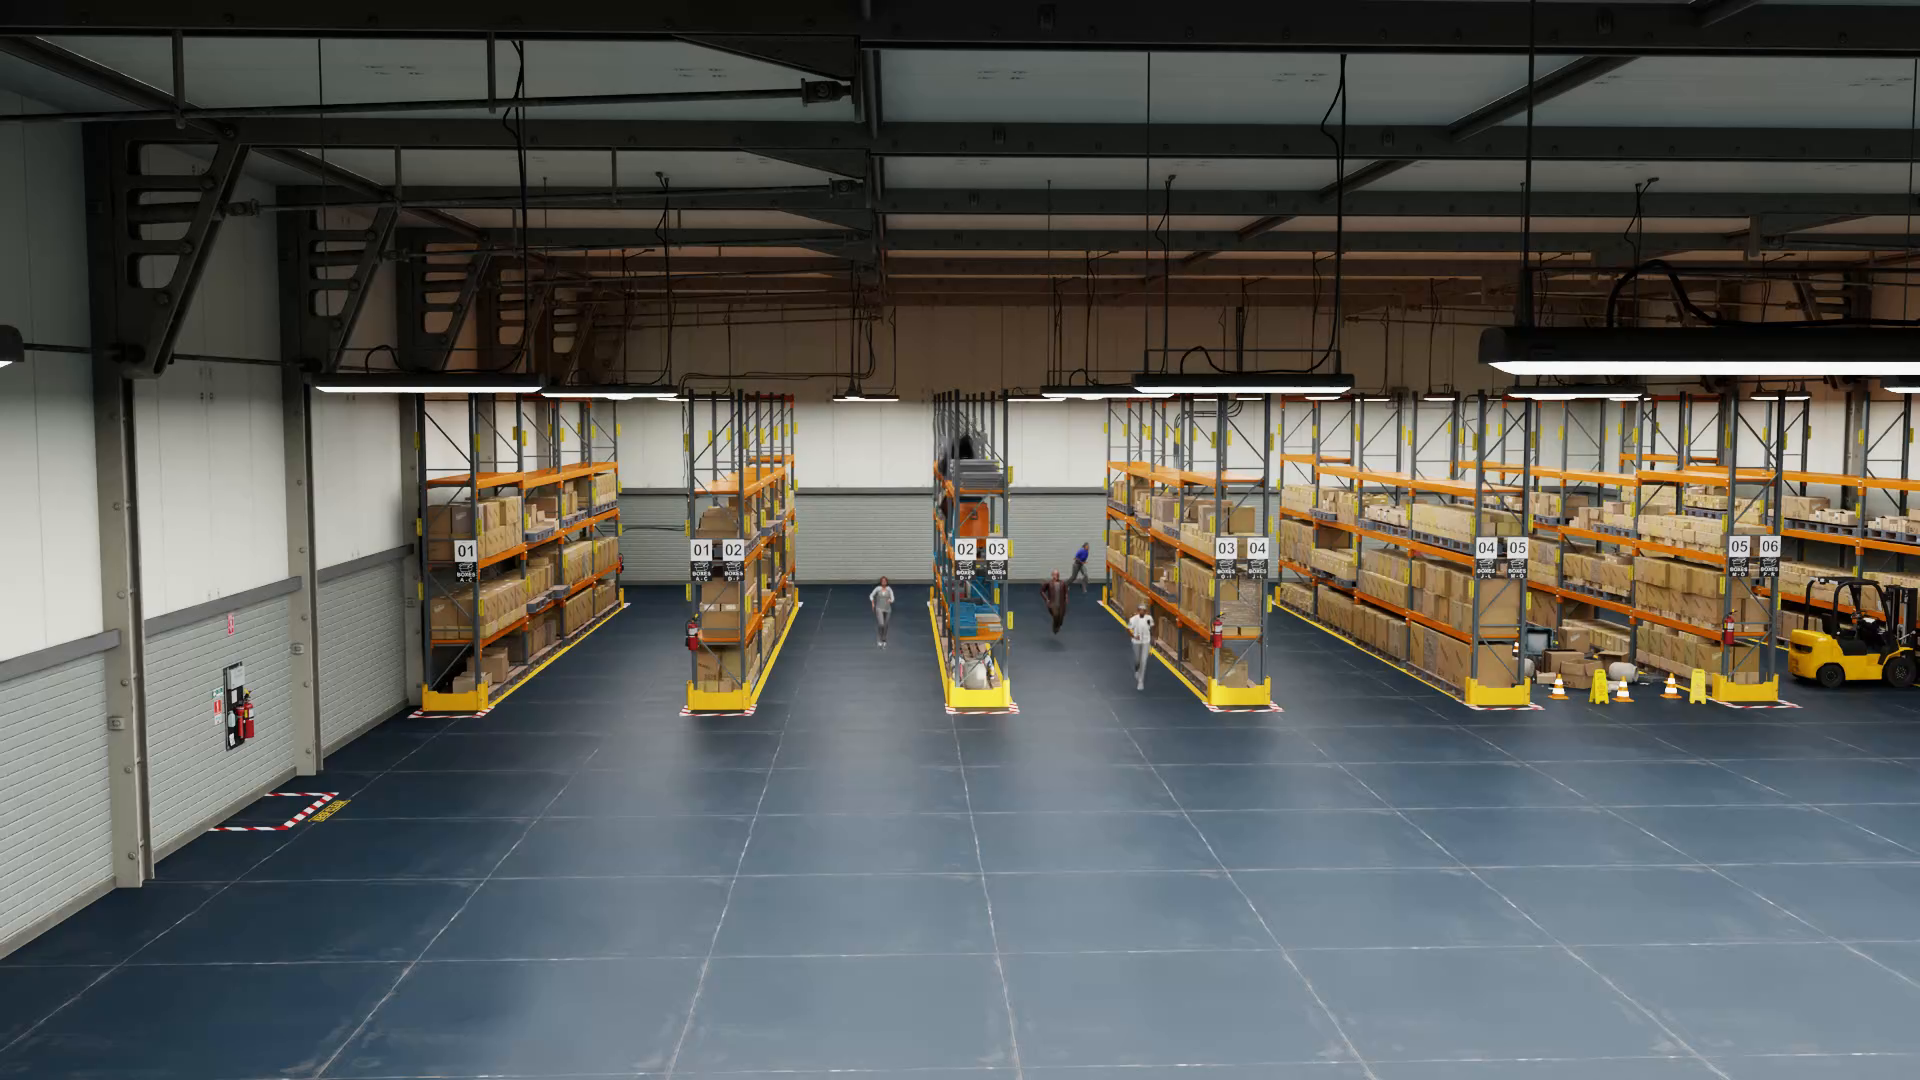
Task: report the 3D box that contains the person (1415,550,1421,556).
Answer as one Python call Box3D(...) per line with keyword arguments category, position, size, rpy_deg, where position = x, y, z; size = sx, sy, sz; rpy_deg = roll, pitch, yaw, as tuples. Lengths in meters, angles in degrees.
Box3D(category="person", position=(13.352, 0.877, 49.146), size=(0.595, 1.677, 0.660), rpy_deg=(-1, 5, -13))

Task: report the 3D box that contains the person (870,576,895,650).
Box3D(category="person", position=(-1.711, 1.636, 37.033), size=(0.506, 1.614, 0.651), rpy_deg=(-1, 5, -15))

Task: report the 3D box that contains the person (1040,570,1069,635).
Box3D(category="person", position=(2.296, 1.523, 40.100), size=(0.712, 1.613, 0.881), rpy_deg=(-1, 5, -10))

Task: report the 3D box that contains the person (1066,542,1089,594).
Box3D(category="person", position=(3.564, 0.848, 50.522), size=(0.966, 1.616, 0.617), rpy_deg=(4, 6, 43))

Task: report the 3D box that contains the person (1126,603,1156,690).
Box3D(category="person", position=(3.579, 2.053, 33.008), size=(0.573, 1.672, 0.958), rpy_deg=(0, 5, 0))
